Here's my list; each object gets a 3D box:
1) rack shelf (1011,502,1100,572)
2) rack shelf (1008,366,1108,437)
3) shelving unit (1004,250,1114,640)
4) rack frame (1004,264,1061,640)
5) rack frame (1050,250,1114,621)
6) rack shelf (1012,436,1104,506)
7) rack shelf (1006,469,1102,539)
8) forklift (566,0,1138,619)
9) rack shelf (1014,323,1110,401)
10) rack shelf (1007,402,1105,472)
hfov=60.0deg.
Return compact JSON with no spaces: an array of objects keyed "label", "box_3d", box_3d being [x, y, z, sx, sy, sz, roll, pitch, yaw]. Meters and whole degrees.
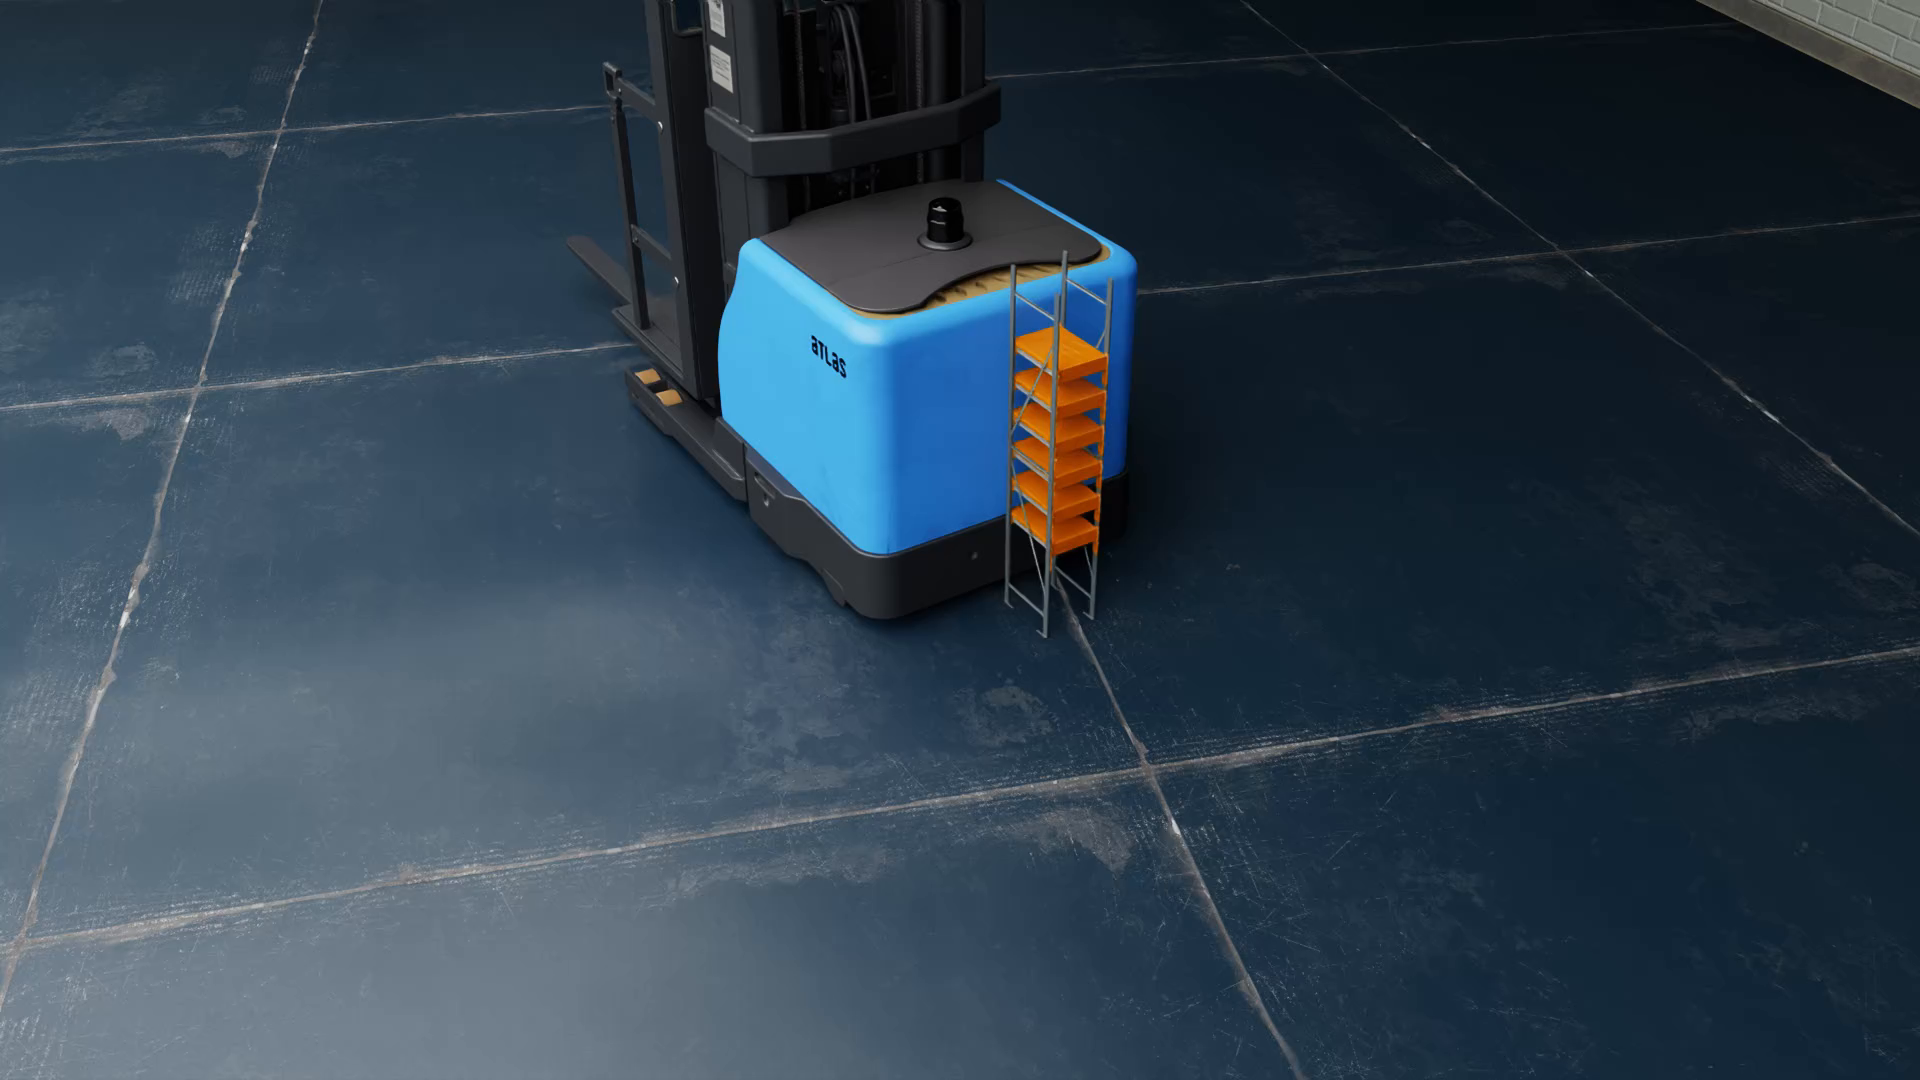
[{"label":"rack shelf","box_3d":[0.289,-0.030,5.228,0.180,0.103,0.258,-20,39,-26]},{"label":"rack shelf","box_3d":[0.290,-0.428,4.960,0.180,0.103,0.258,-20,39,-26]},{"label":"shelving unit","box_3d":[0.289,-0.266,5.069,0.189,1.200,0.258,-20,39,-26]},{"label":"rack frame","box_3d":[0.212,-0.238,5.028,0.006,1.200,0.240,-20,39,-26]},{"label":"rack frame","box_3d":[0.367,-0.293,5.110,0.006,1.200,0.240,-20,39,-26]},{"label":"rack shelf","box_3d":[0.289,-0.229,5.094,0.180,0.103,0.258,-20,39,-26]},{"label":"rack shelf","box_3d":[0.289,-0.129,5.161,0.180,0.103,0.258,-20,39,-26]},{"label":"forklift","box_3d":[-0.645,-1.752,5.730,1.130,2.935,3.031,-20,39,-26]},{"label":"rack shelf","box_3d":[0.290,-0.527,4.893,0.180,0.103,0.258,-20,39,-26]},{"label":"rack shelf","box_3d":[0.289,-0.328,5.027,0.180,0.103,0.258,-20,39,-26]}]
